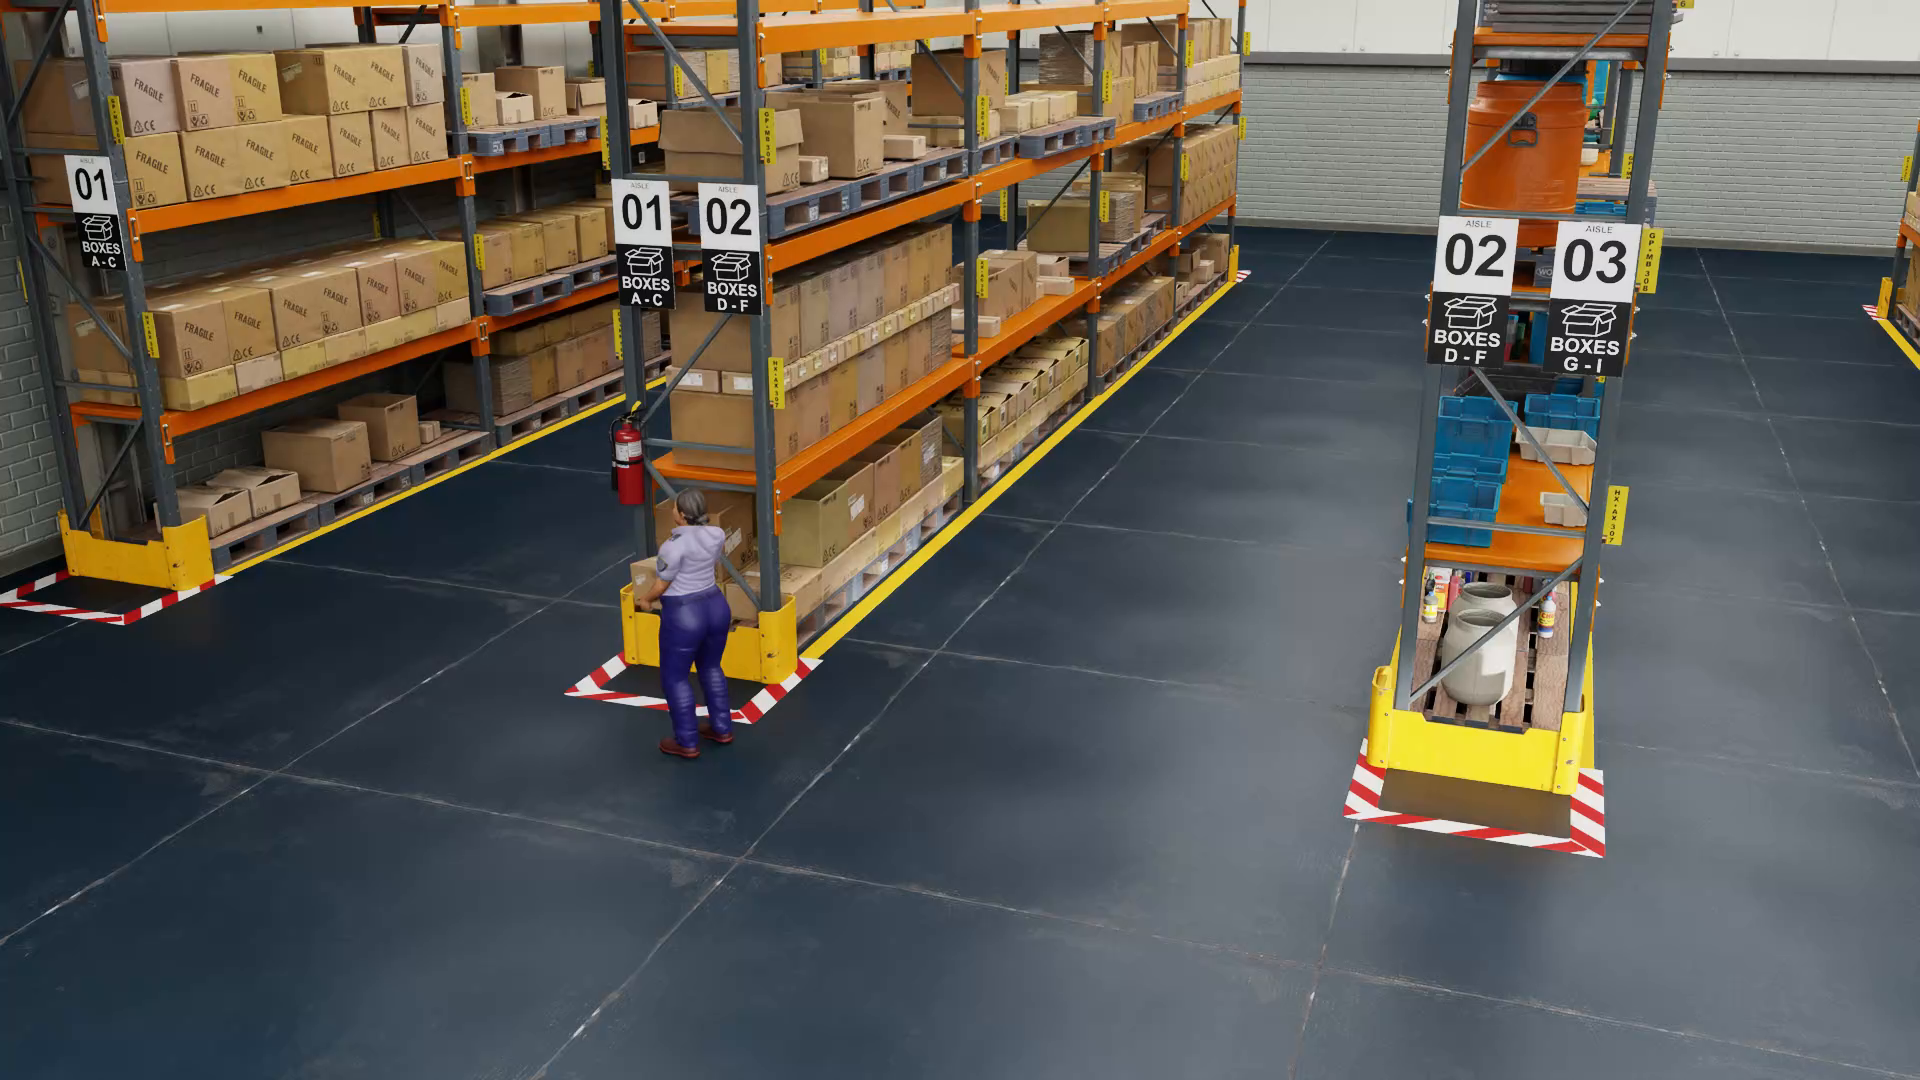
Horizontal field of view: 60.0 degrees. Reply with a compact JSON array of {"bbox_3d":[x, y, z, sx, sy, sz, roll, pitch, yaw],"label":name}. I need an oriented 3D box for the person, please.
[{"bbox_3d":[-1.629,0.452,9.774,0.522,1.634,0.452,15,24,37],"label":"person"}]
